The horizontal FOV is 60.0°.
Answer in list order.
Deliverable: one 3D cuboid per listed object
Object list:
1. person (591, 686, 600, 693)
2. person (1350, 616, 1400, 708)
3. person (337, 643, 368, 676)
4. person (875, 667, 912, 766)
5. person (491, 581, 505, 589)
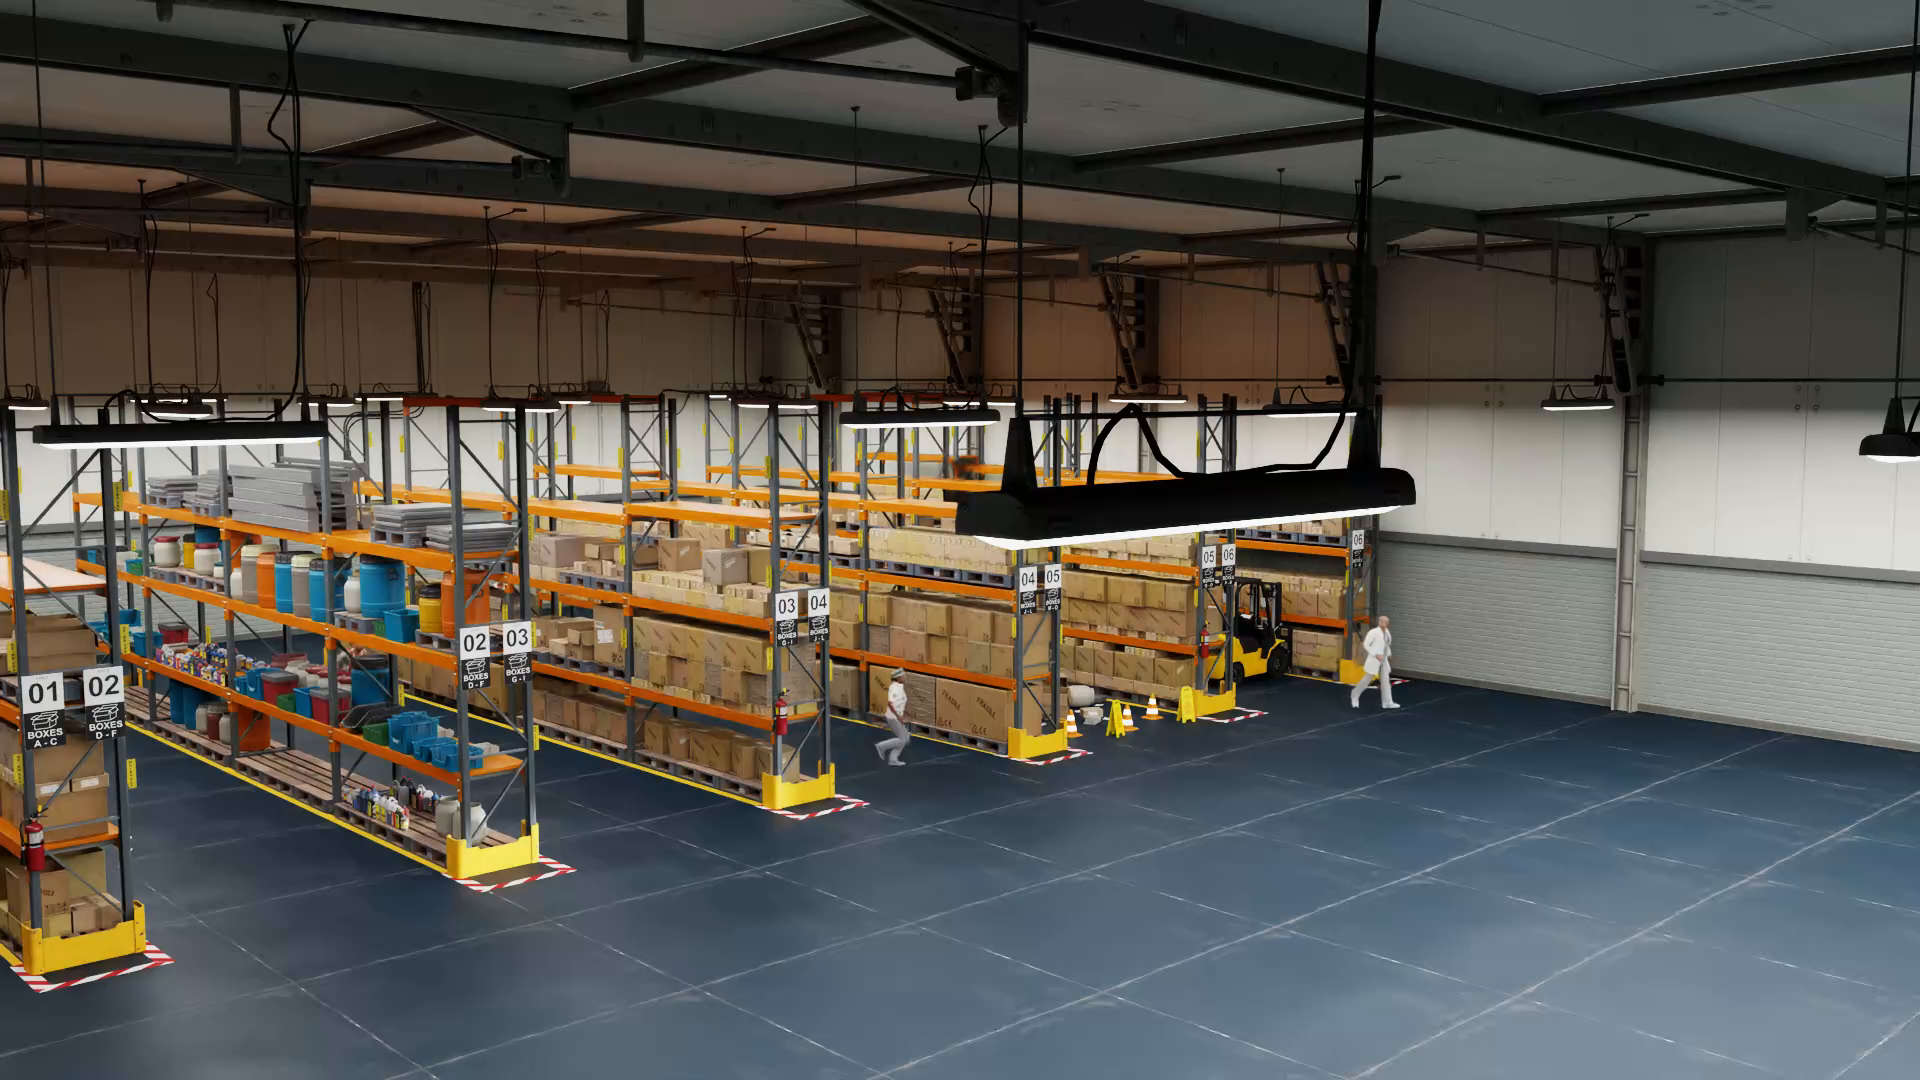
[{"bbox_3d":[-7.040,2.404,32.356,0.612,1.677,0.715,-5,8,-44],"label":"person"},{"bbox_3d":[8.051,2.436,31.876,0.748,1.575,1.070,-4,7,-34],"label":"person"},{"bbox_3d":[-11.046,2.567,30.172,0.705,1.714,0.670,3,6,31],"label":"person"},{"bbox_3d":[-1.083,2.893,27.220,0.589,1.637,0.563,0,6,2],"label":"person"},{"bbox_3d":[-10.916,1.627,39.721,0.662,1.746,0.854,0,6,2],"label":"person"}]
